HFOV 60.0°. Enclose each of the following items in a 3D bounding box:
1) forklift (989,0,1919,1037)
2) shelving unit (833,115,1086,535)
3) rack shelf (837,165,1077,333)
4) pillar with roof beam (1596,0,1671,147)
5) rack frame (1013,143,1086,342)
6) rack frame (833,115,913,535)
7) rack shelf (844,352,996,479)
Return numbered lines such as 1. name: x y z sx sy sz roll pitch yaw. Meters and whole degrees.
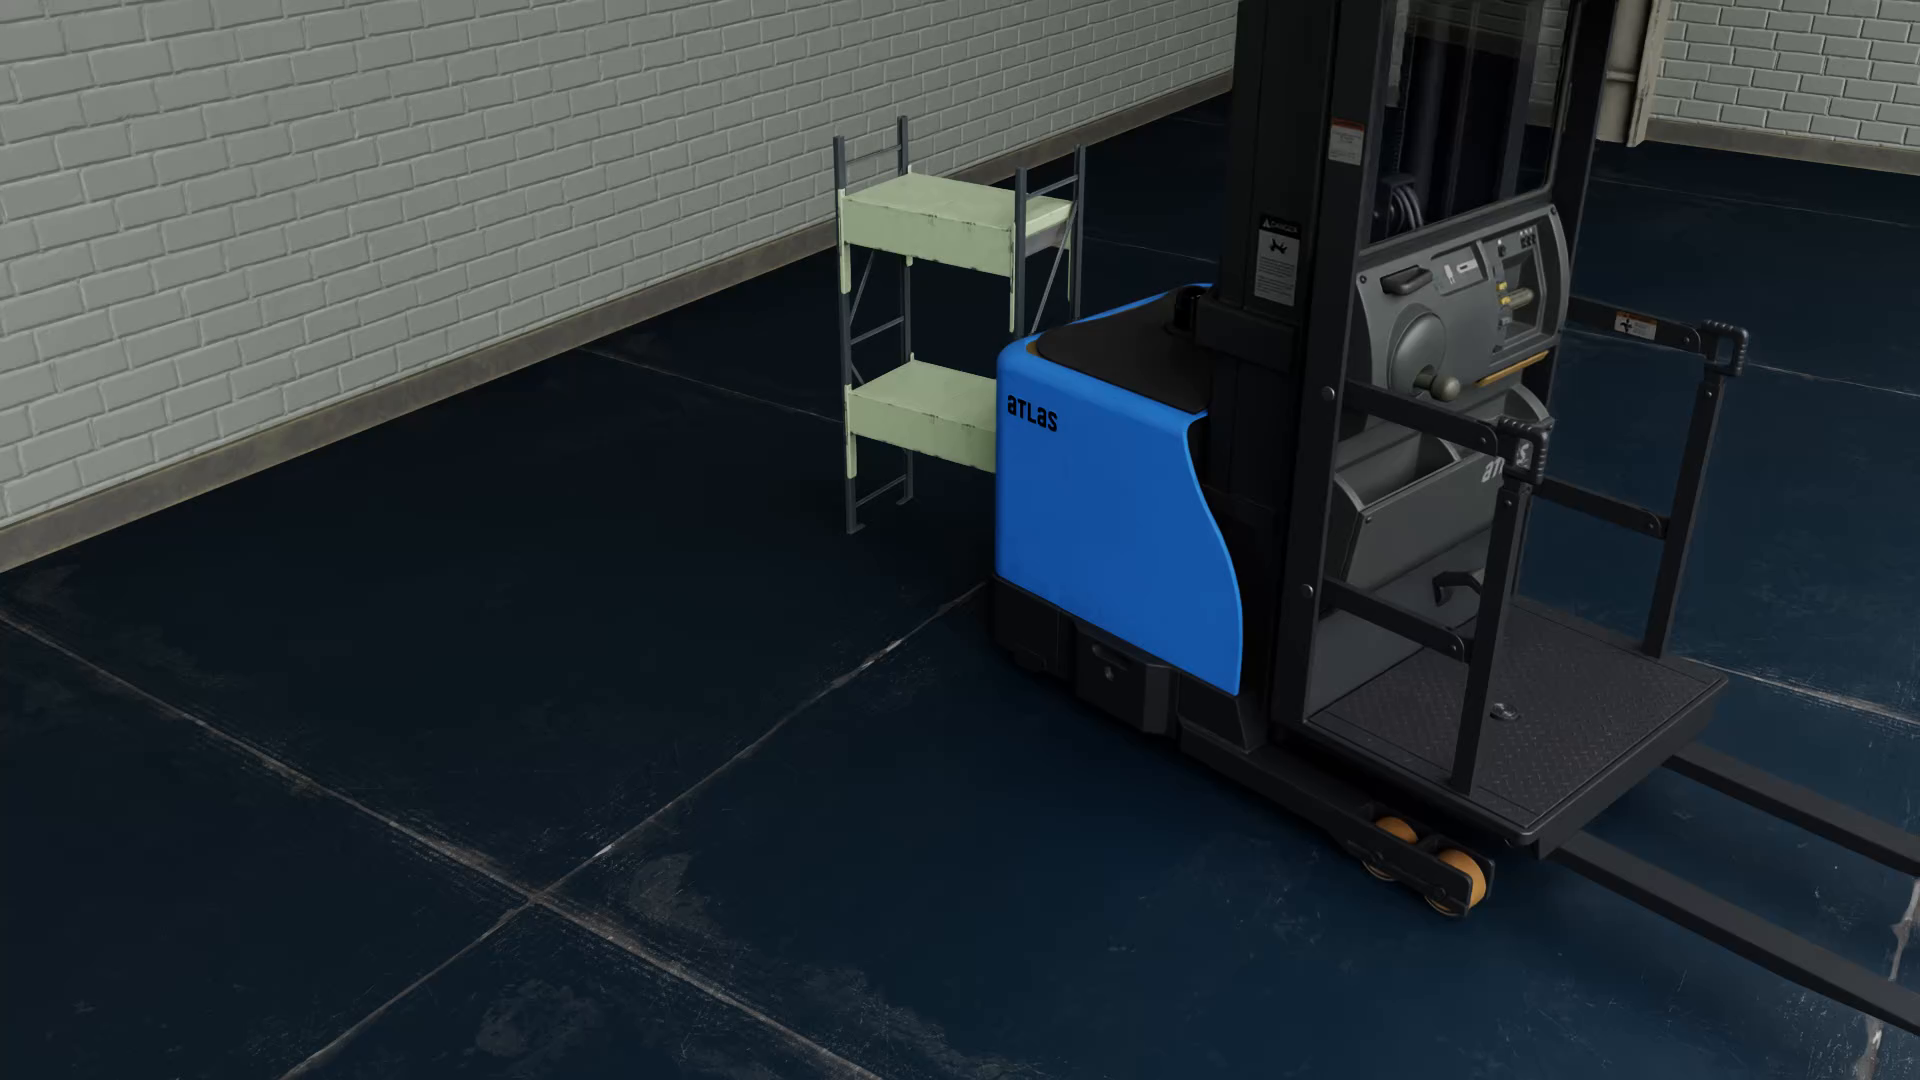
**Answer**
1. forklift: 1.460 -0.592 4.182 1.130 2.935 3.031 -23 35 -37
2. shelving unit: -0.006 -0.670 5.913 0.755 1.500 0.431 17 32 30
3. rack shelf: -0.006 -1.018 5.736 0.720 0.370 0.431 17 32 30
4. pillar with roof beam: 2.209 -5.261 6.666 0.400 9.000 9.100 17 32 30
5. rack frame: 0.296 -0.576 5.729 0.023 1.500 0.400 17 32 30
6. rack frame: -0.307 -0.764 6.098 0.023 1.500 0.400 17 32 30
7. rack shelf: -0.006 -0.380 6.061 0.720 0.370 0.431 17 32 30
